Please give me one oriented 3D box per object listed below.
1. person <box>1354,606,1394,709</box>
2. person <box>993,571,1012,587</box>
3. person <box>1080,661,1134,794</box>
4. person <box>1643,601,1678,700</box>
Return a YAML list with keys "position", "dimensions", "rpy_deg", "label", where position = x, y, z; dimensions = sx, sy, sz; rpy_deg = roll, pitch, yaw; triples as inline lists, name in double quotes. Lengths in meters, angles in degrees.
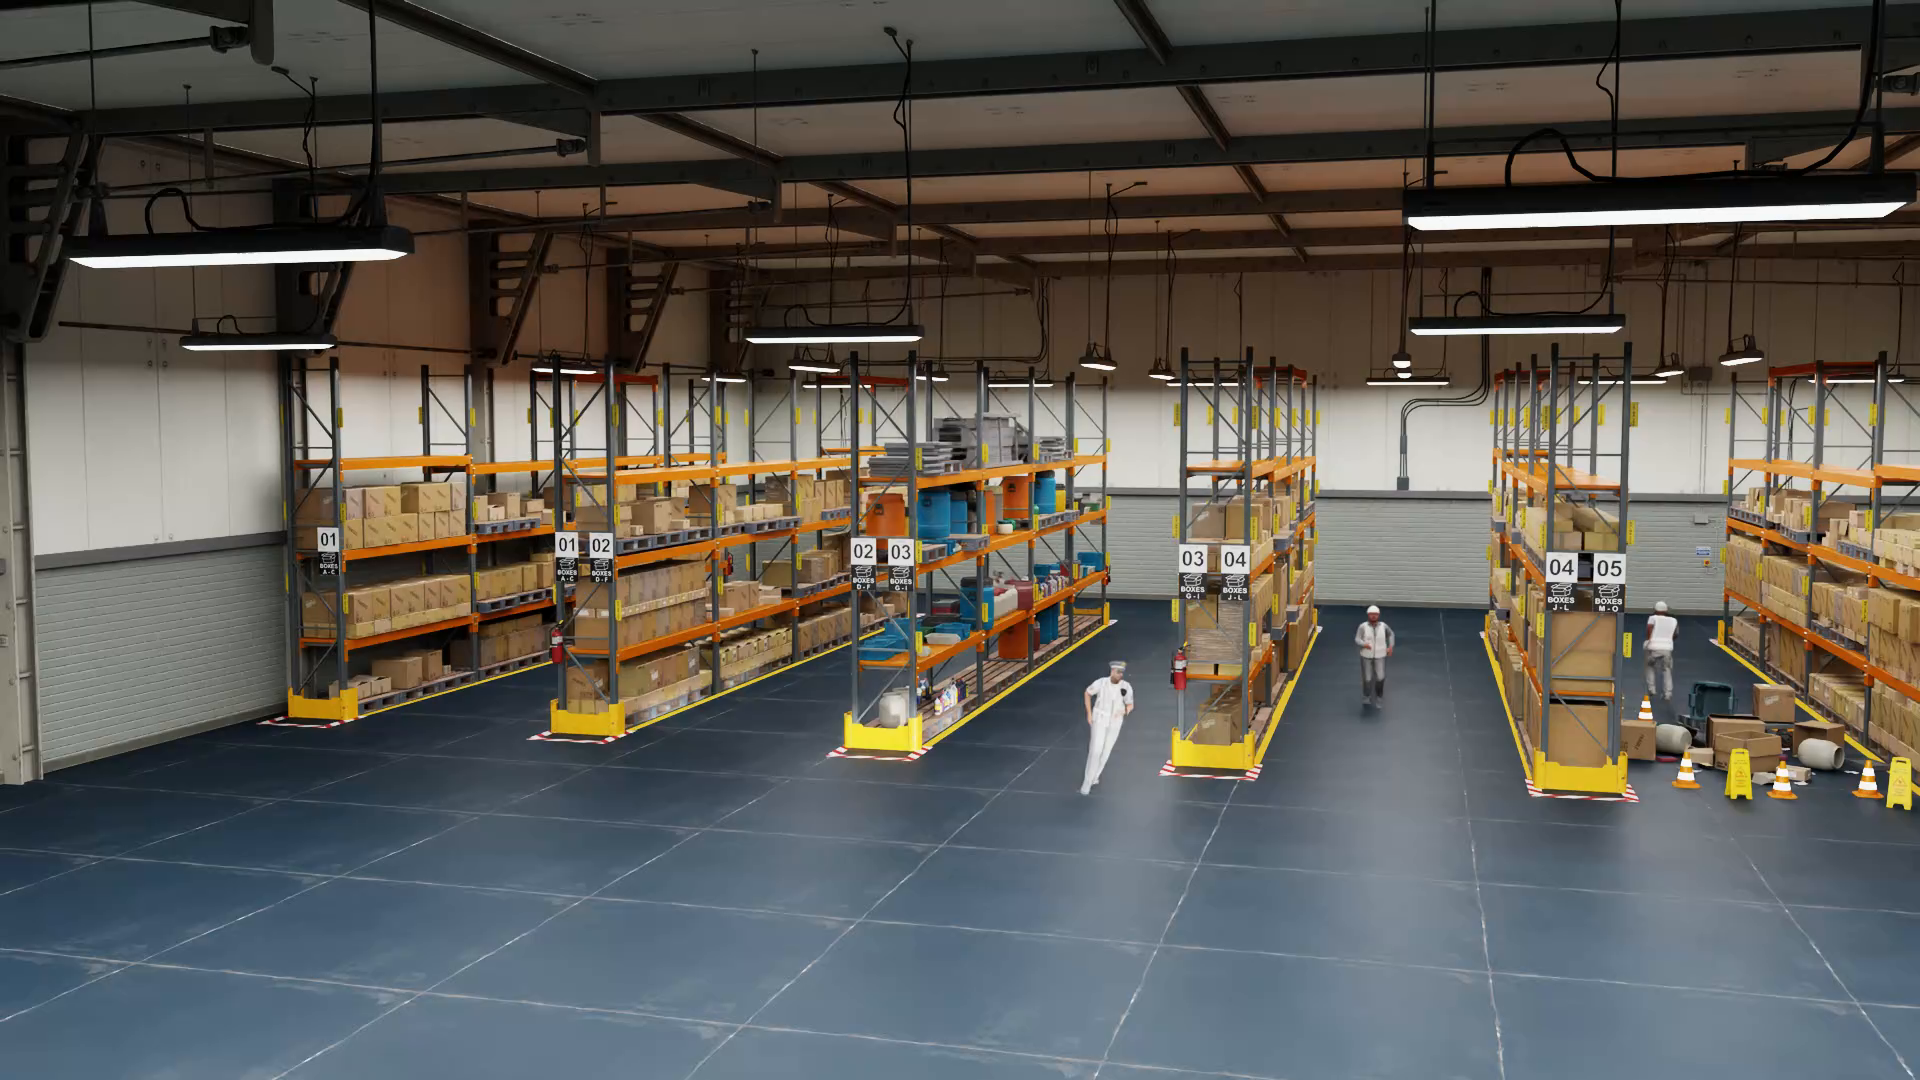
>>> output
- position: [7.146, 2.035, 28.653]
  dimensions: [0.693, 1.813, 0.706]
  rpy_deg: [0, 4, 7]
  label: "person"
- position: [1.033, 1.435, 38.349]
  dimensions: [0.638, 1.501, 0.838]
  rpy_deg: [3, 5, 37]
  label: "person"
- position: [1.950, 2.503, 22.419]
  dimensions: [0.770, 1.783, 0.666]
  rpy_deg: [-1, 4, -10]
  label: "person"
- position: [12.373, 1.960, 29.368]
  dimensions: [0.632, 1.726, 0.993]
  rpy_deg: [1, 4, 12]
  label: "person"
